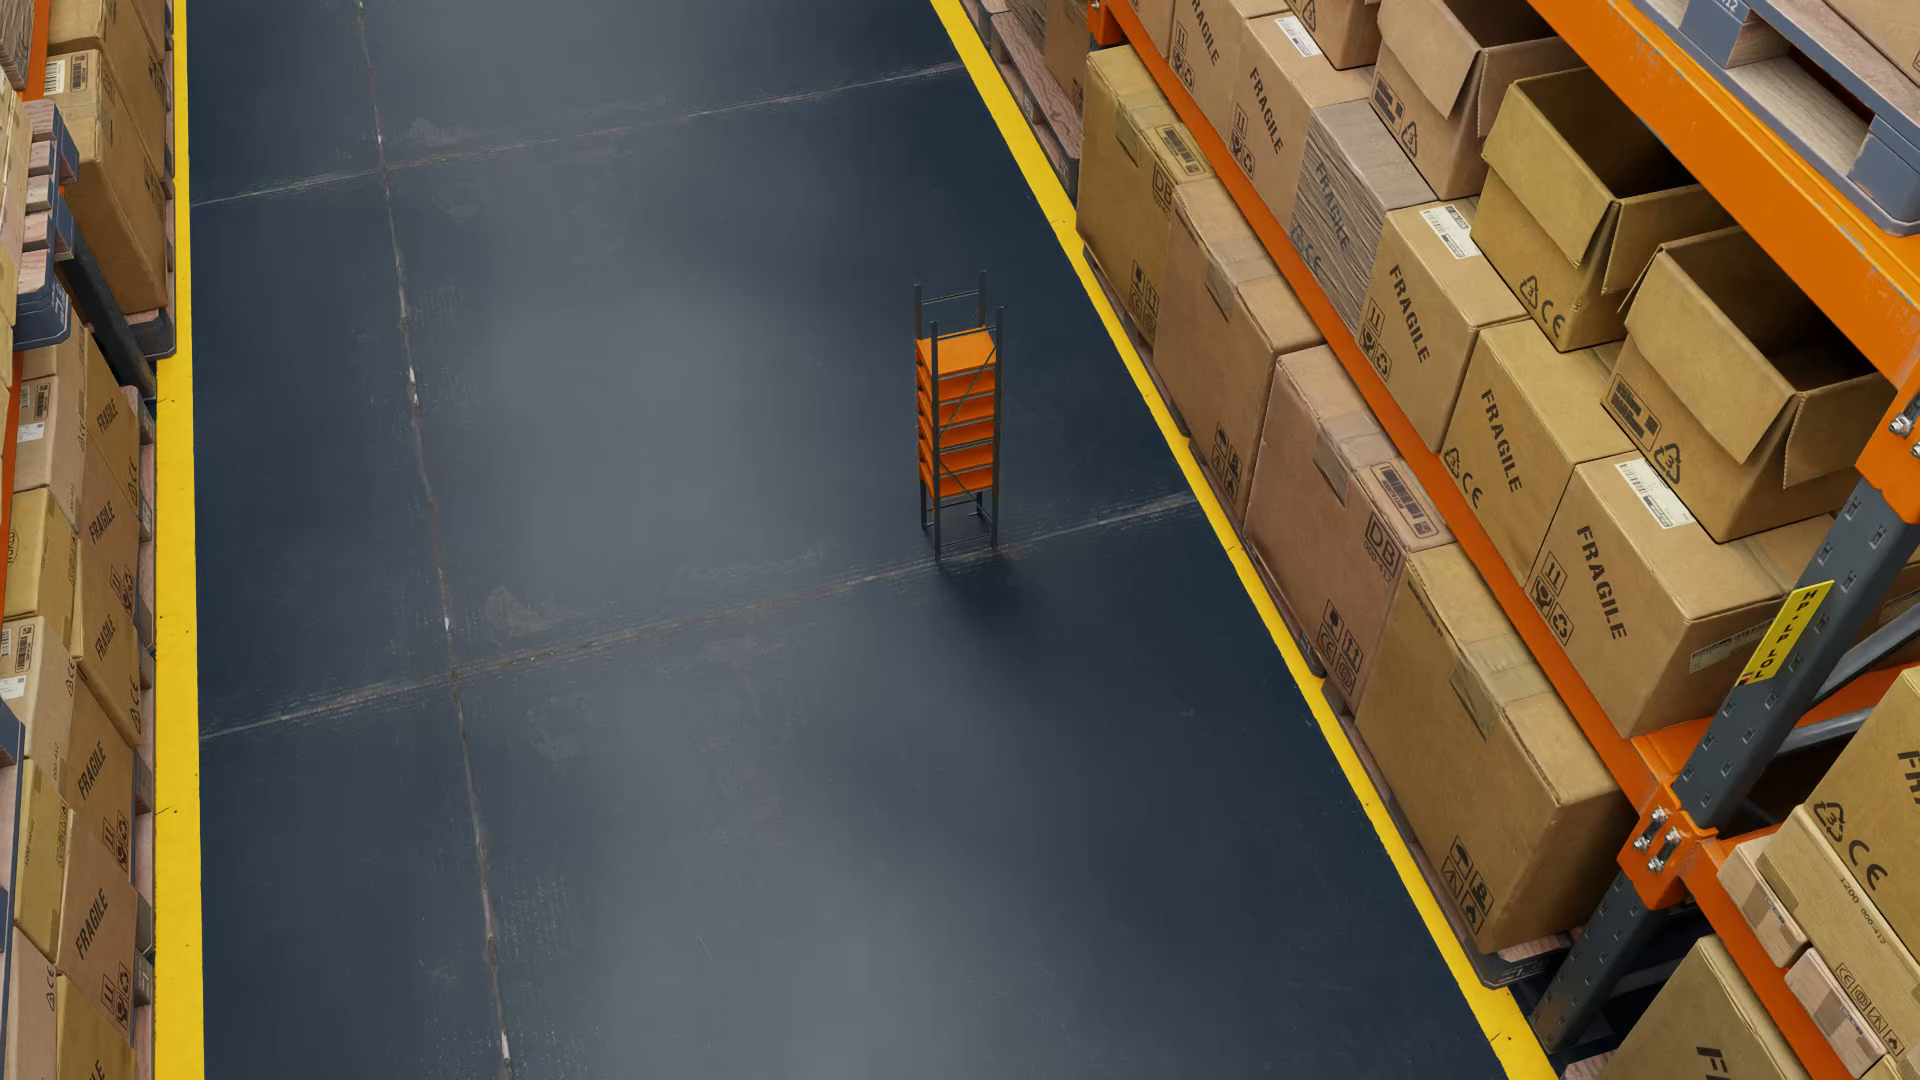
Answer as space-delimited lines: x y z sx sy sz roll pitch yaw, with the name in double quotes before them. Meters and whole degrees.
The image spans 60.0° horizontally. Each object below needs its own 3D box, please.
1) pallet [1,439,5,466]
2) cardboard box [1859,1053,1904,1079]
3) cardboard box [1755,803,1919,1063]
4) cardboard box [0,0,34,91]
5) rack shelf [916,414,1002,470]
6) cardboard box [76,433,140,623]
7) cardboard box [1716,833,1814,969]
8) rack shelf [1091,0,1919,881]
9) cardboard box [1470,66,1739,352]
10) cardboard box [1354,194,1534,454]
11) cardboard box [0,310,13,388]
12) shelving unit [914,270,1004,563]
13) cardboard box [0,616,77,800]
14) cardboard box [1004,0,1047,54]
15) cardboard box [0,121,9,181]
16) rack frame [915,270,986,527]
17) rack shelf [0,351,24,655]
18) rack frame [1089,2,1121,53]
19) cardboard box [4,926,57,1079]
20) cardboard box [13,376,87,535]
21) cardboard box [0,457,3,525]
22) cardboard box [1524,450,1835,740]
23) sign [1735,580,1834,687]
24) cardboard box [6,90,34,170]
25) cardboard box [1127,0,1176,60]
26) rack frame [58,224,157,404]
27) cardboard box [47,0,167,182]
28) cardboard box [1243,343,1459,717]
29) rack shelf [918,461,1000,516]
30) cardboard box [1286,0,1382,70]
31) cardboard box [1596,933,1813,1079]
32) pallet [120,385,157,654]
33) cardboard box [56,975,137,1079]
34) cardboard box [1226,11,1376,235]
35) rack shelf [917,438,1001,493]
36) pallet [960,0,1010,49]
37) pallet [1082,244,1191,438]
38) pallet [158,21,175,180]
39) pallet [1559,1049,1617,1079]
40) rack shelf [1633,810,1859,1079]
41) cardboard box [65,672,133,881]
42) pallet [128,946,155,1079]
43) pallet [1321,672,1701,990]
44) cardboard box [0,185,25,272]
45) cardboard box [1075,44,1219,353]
"pallet" -3.117 0.038 4.382 1.003 0.211 1.213 -13 51 -11
"cardboard box" 2.135 1.170 3.466 0.380 0.149 0.250 -12 51 -10
"cardboard box" 2.098 0.768 3.544 0.500 0.250 0.500 -14 51 -12
"cardboard box" -3.616 -1.882 5.809 0.500 0.500 0.500 -13 51 -11
"rack shelf" -0.004 -0.369 5.834 0.258 0.103 0.180 -13 51 -11
"cardboard box" -3.147 0.011 5.639 0.500 0.500 0.500 -11 51 -10
"cardboard box" 1.979 0.786 3.790 0.380 0.149 0.250 -13 51 -11
"rack shelf" 1.618 -0.815 5.446 1.077 0.370 4.000 -13 51 -11
"cardboard box" 1.821 -0.911 4.334 0.797 0.503 0.637 -13 51 -11
"cardboard box" 1.509 -0.642 4.764 0.500 0.500 0.500 -14 51 -11
"cardboard box" -2.857 -0.510 4.608 0.380 0.149 0.250 -15 52 -13
"shelving unit" -0.004 -0.397 5.800 0.258 1.200 0.189 -13 51 -11
"cardboard box" -2.831 0.528 4.712 0.500 0.250 0.500 -12 51 -10
"cardboard box" 0.633 -2.731 7.938 0.700 0.500 0.500 -17 52 -14
"cardboard box" -3.080 -1.158 4.960 0.380 0.149 0.250 -12 51 -10
"rack frame" -0.031 -0.464 5.857 0.240 1.200 0.006 -13 51 -11
"rack shelf" -3.150 0.232 4.563 1.077 0.370 4.000 -13 51 -11
"rack frame" 1.027 -2.508 6.402 1.000 3.000 0.127 -13 51 -11
"cardboard box" -2.525 1.290 4.070 0.500 0.250 0.500 -15 52 -13
"cardboard box" -3.129 -0.225 5.348 0.500 0.250 0.500 -13 51 -10
"cardboard box" -2.698 -0.122 4.281 0.380 0.149 0.250 -15 52 -13
"cardboard box" 1.810 0.101 4.137 0.500 0.500 0.500 -13 51 -11
"sign" 1.694 0.195 3.418 0.100 0.325 0.005 -13 51 -11
"cardboard box" -3.156 -1.258 5.239 0.380 0.149 0.250 -13 51 -10
"cardboard box" 0.910 -2.124 6.013 0.500 0.500 0.500 -12 51 -10
"rack frame" -3.741 -1.460 5.519 1.000 3.000 0.127 -13 51 -11
"cardboard box" -4.097 -1.974 7.149 1.050 0.750 0.750 -13 51 -10
"cardboard box" 1.736 -0.153 5.532 1.225 0.875 0.875 -15 51 -12
"rack shelf" -0.004 -0.214 6.018 0.258 0.103 0.180 -13 51 -11
"cardboard box" 1.417 -1.849 5.126 0.797 0.503 0.637 -12 51 -10
"cardboard box" 2.328 1.463 4.170 0.875 0.875 0.875 -13 51 -11
"pallet" -3.512 0.009 6.104 1.003 0.211 1.213 -13 51 -11
"cardboard box" -2.524 1.532 4.357 0.500 0.500 0.500 -12 51 -10
"cardboard box" 1.220 -1.374 5.381 0.500 0.500 0.500 -14 51 -12
"rack shelf" -0.004 -0.291 5.926 0.258 0.103 0.180 -13 51 -11
"pallet" 0.440 -3.070 8.700 1.003 0.211 1.213 -13 51 -11
"pallet" 1.188 -1.016 6.969 1.003 0.211 1.213 -13 51 -11
"pallet" -4.260 -2.044 7.835 1.003 0.211 1.213 -13 51 -11
"pallet" 2.360 1.885 4.523 1.003 0.211 1.213 -13 51 -11
"rack shelf" 2.801 2.106 2.983 1.077 0.370 4.000 -13 51 -11
"cardboard box" -2.850 0.766 5.003 0.500 0.500 0.500 -13 51 -10
"pallet" -2.790 1.792 4.602 1.003 0.211 1.213 -13 51 -11
"pallet" 1.909 0.766 5.466 1.003 0.211 1.213 -13 51 -11
"cardboard box" -3.008 -0.889 4.927 0.380 0.149 0.250 -13 51 -10
"cardboard box" 1.211 -1.450 6.625 1.225 0.875 0.875 -15 52 -13
